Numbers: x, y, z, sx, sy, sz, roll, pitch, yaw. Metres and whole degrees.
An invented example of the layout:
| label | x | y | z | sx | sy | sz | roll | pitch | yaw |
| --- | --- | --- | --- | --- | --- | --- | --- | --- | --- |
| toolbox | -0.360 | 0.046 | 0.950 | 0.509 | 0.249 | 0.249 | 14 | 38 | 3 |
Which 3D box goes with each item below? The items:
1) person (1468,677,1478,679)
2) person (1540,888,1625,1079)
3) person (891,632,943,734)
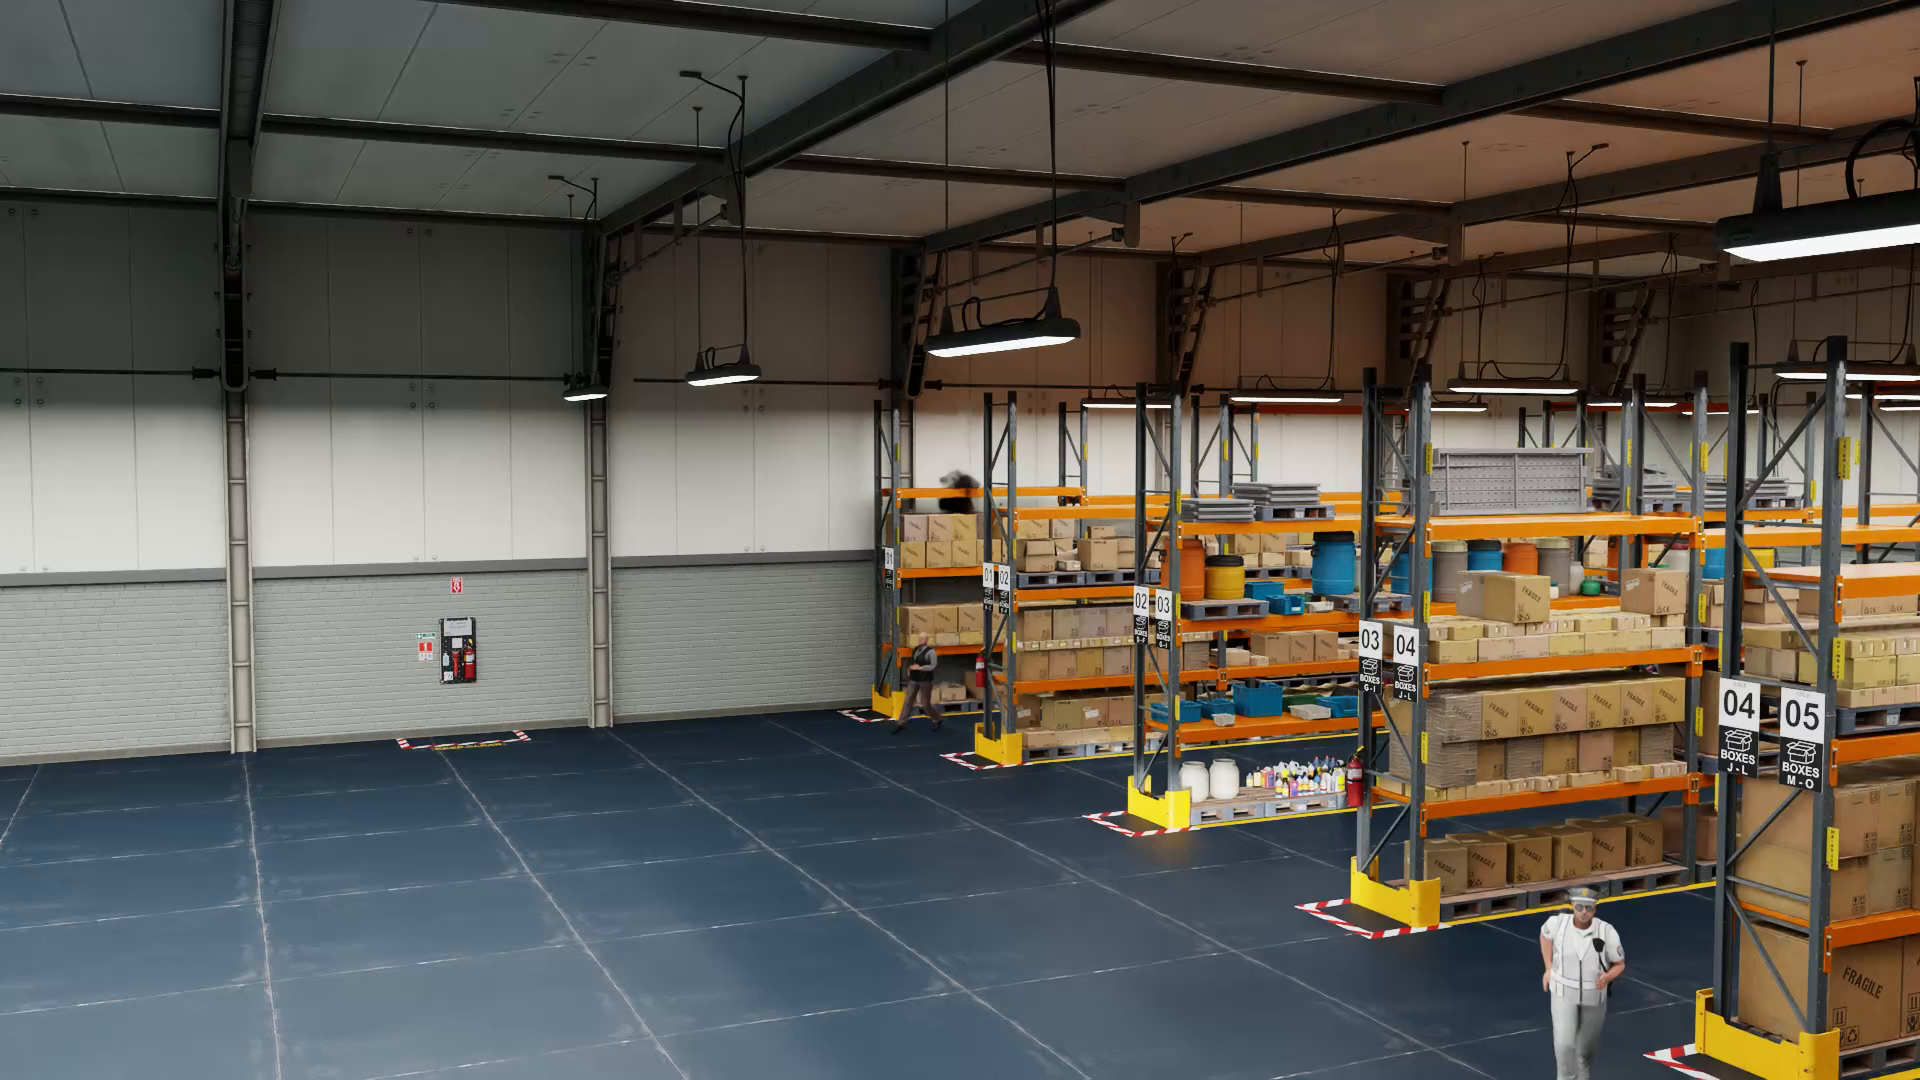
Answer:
| label | x | y | z | sx | sy | sz | roll | pitch | yaw |
| --- | --- | --- | --- | --- | --- | --- | --- | --- | --- |
| person | 8.892 | 2.693 | 28.868 | 0.578 | 1.618 | 0.560 | -2 | 4 | -32 |
| person | 4.818 | 3.537 | 12.895 | 0.601 | 1.806 | 0.955 | 1 | 3 | 16 |
| person | -0.659 | 2.416 | 28.164 | 0.672 | 1.724 | 0.902 | 3 | 5 | 44 |
